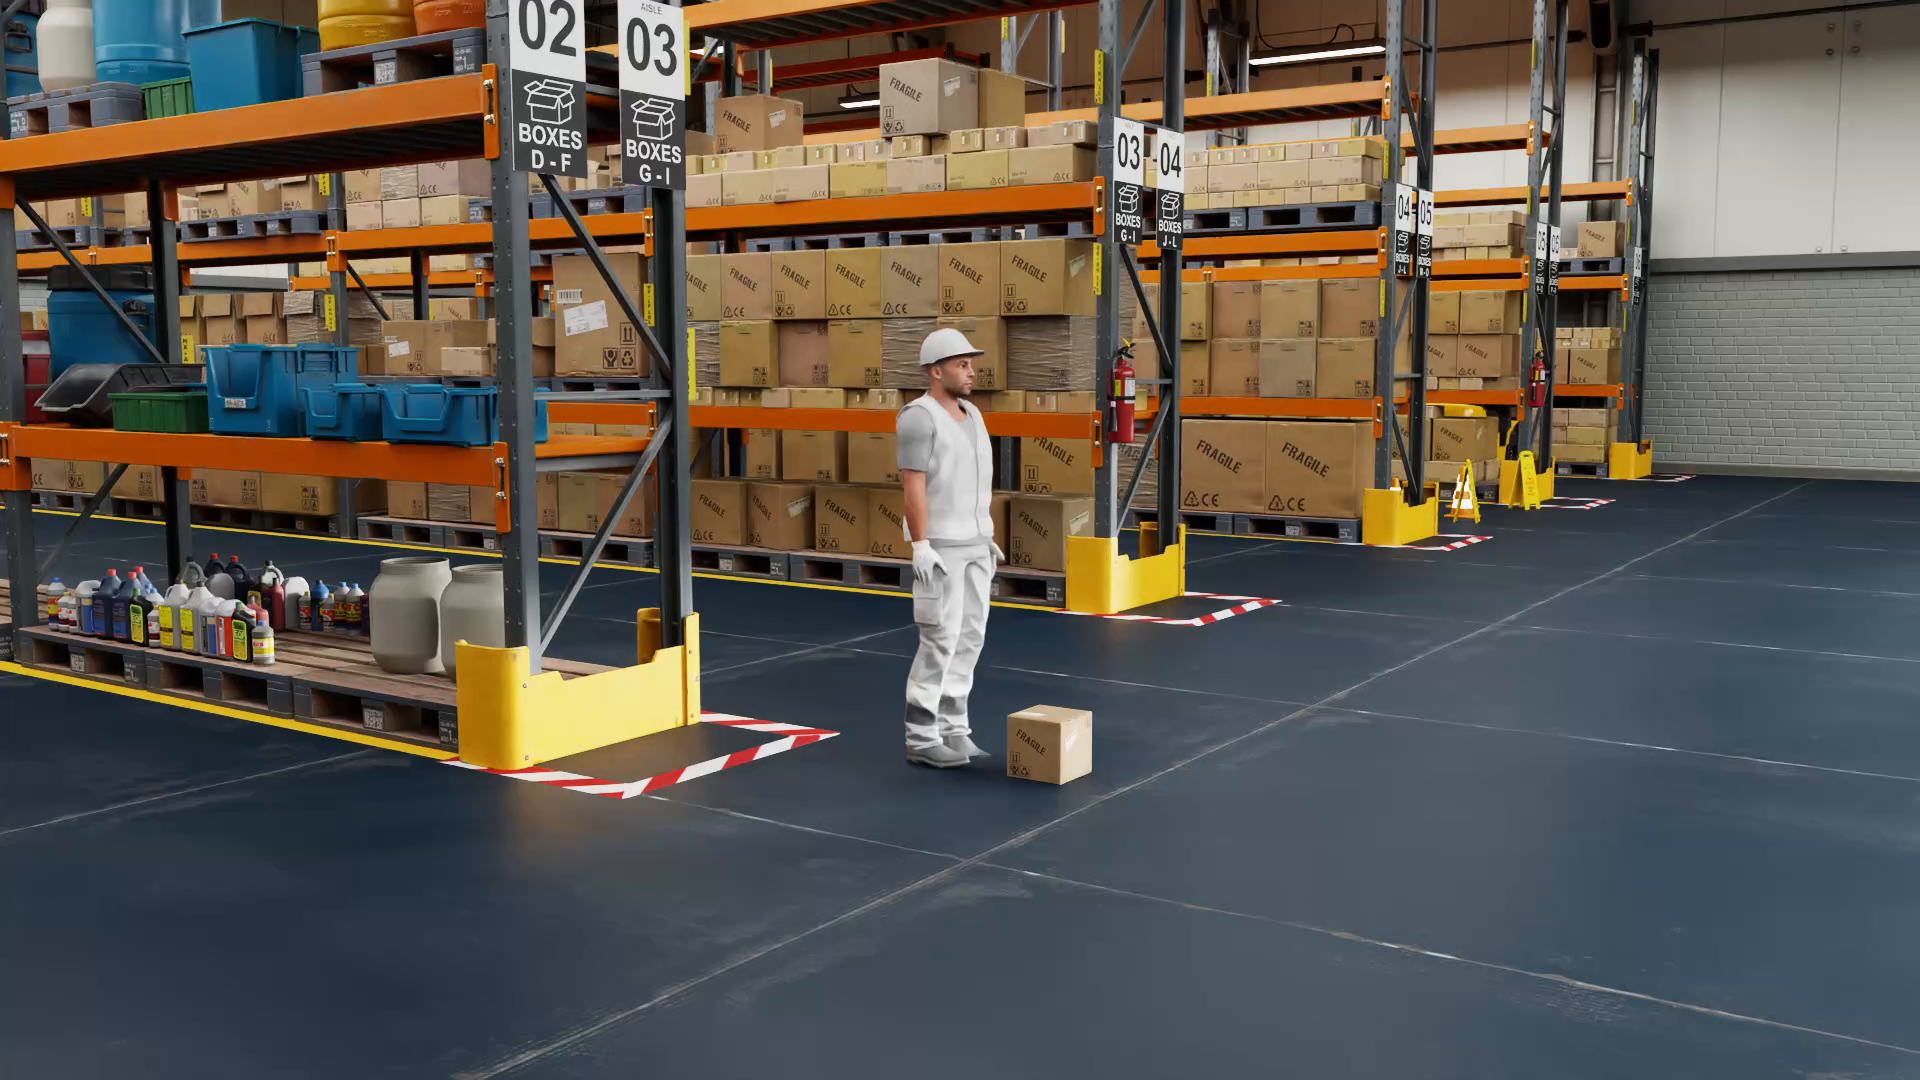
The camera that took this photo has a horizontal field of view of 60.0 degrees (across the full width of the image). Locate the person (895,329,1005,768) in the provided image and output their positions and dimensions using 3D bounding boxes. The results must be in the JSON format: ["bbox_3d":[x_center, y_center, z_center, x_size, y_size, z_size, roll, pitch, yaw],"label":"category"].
[{"bbox_3d":[-0.033,0.046,6.868,0.349,1.825,0.524,4,8,35],"label":"person"}]
